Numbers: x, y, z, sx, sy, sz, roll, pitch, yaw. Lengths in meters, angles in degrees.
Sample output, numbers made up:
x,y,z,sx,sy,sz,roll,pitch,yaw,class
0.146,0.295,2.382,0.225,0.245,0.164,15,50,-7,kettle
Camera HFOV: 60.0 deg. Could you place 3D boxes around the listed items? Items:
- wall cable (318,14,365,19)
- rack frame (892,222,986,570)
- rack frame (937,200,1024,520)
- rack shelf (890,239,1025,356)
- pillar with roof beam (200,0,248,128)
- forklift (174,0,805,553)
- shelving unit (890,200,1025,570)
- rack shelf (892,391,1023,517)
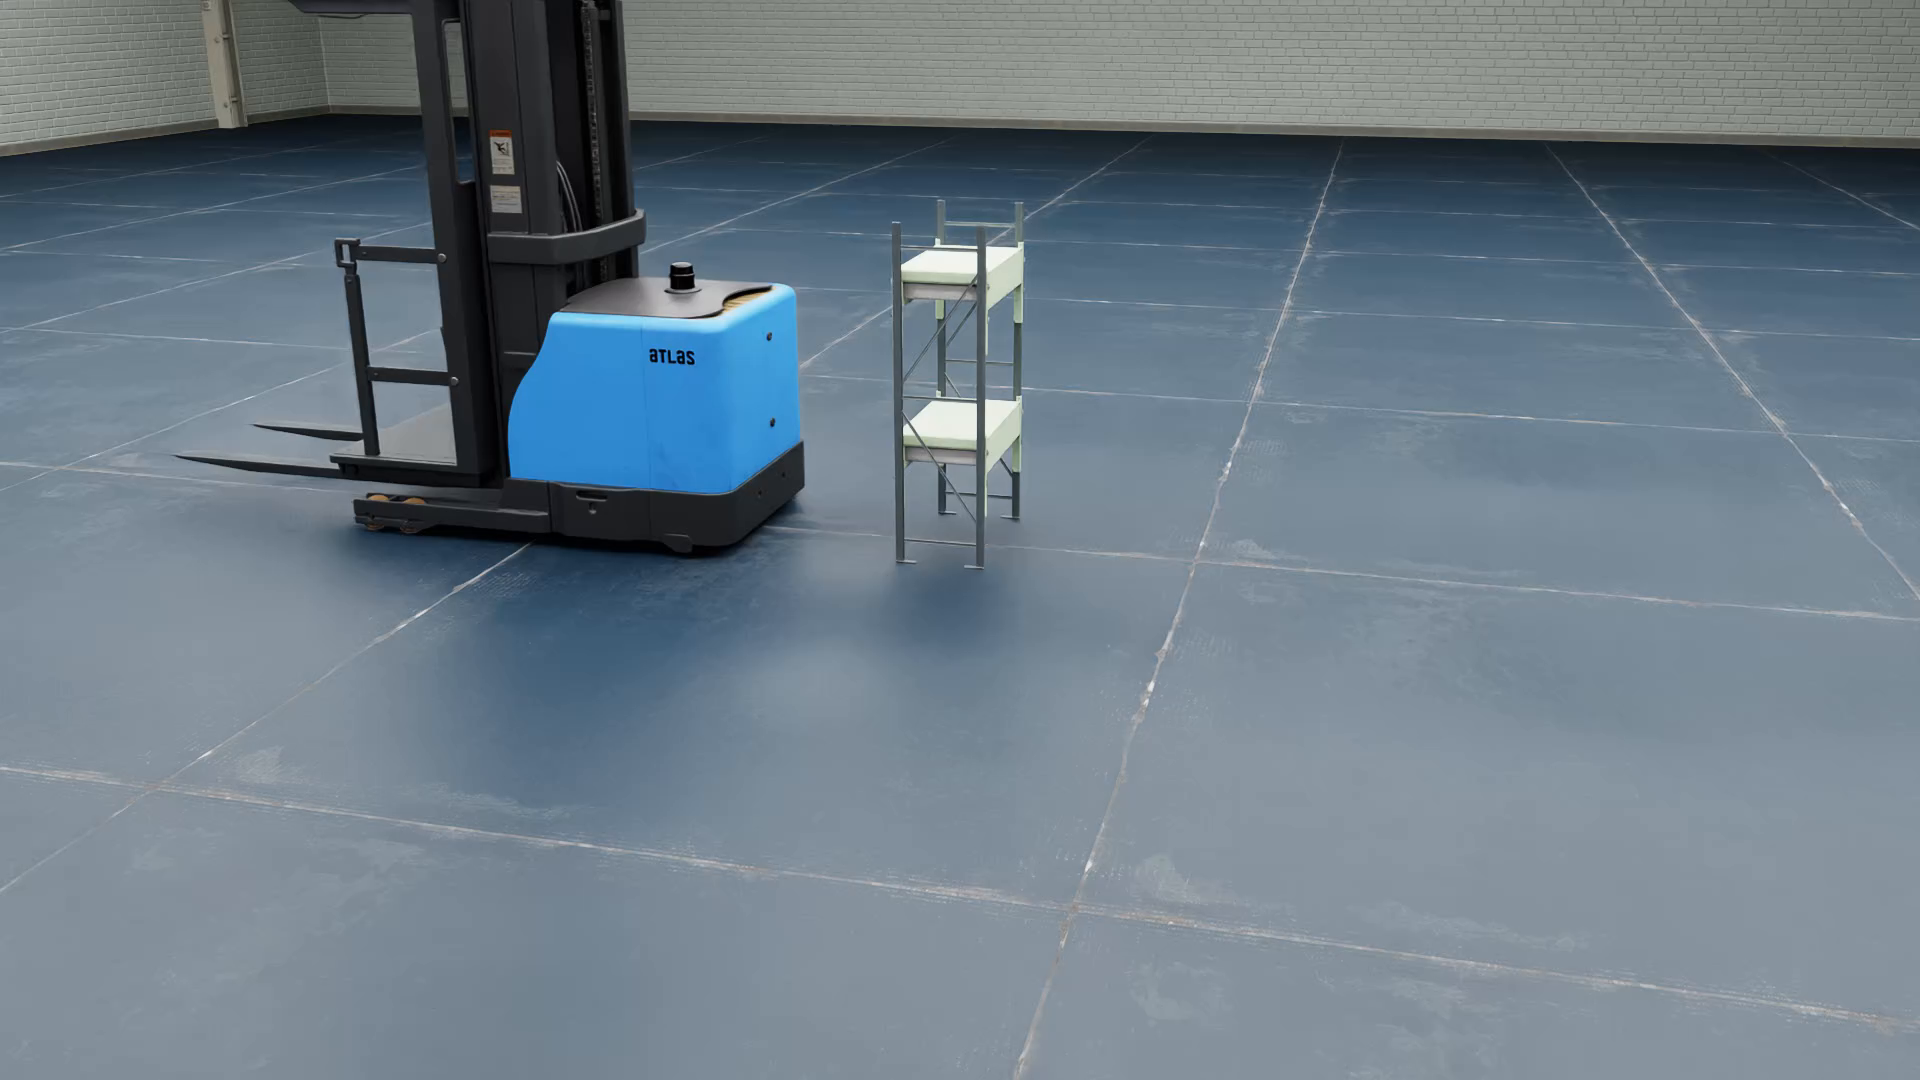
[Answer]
x,y,z,sx,sy,sz,roll,pitch,yaw,class
-10.310,-10.600,29.604,3.097,2.526,0.112,5,19,13,wall cable
-0.088,-0.597,7.115,0.400,1.500,0.023,5,19,13,rack frame
0.091,-0.827,7.787,0.400,1.500,0.023,5,19,13,rack frame
0.002,-1.081,7.325,0.431,0.370,0.720,5,19,13,rack shelf
-8.138,-10.911,25.709,9.100,9.000,0.400,5,19,13,pillar with roof beam
-2.345,-1.573,7.758,3.031,2.935,1.130,5,19,14,forklift
0.002,-0.712,7.451,0.431,1.500,0.755,5,19,13,shelving unit
0.002,-0.403,7.557,0.431,0.370,0.720,5,19,13,rack shelf
